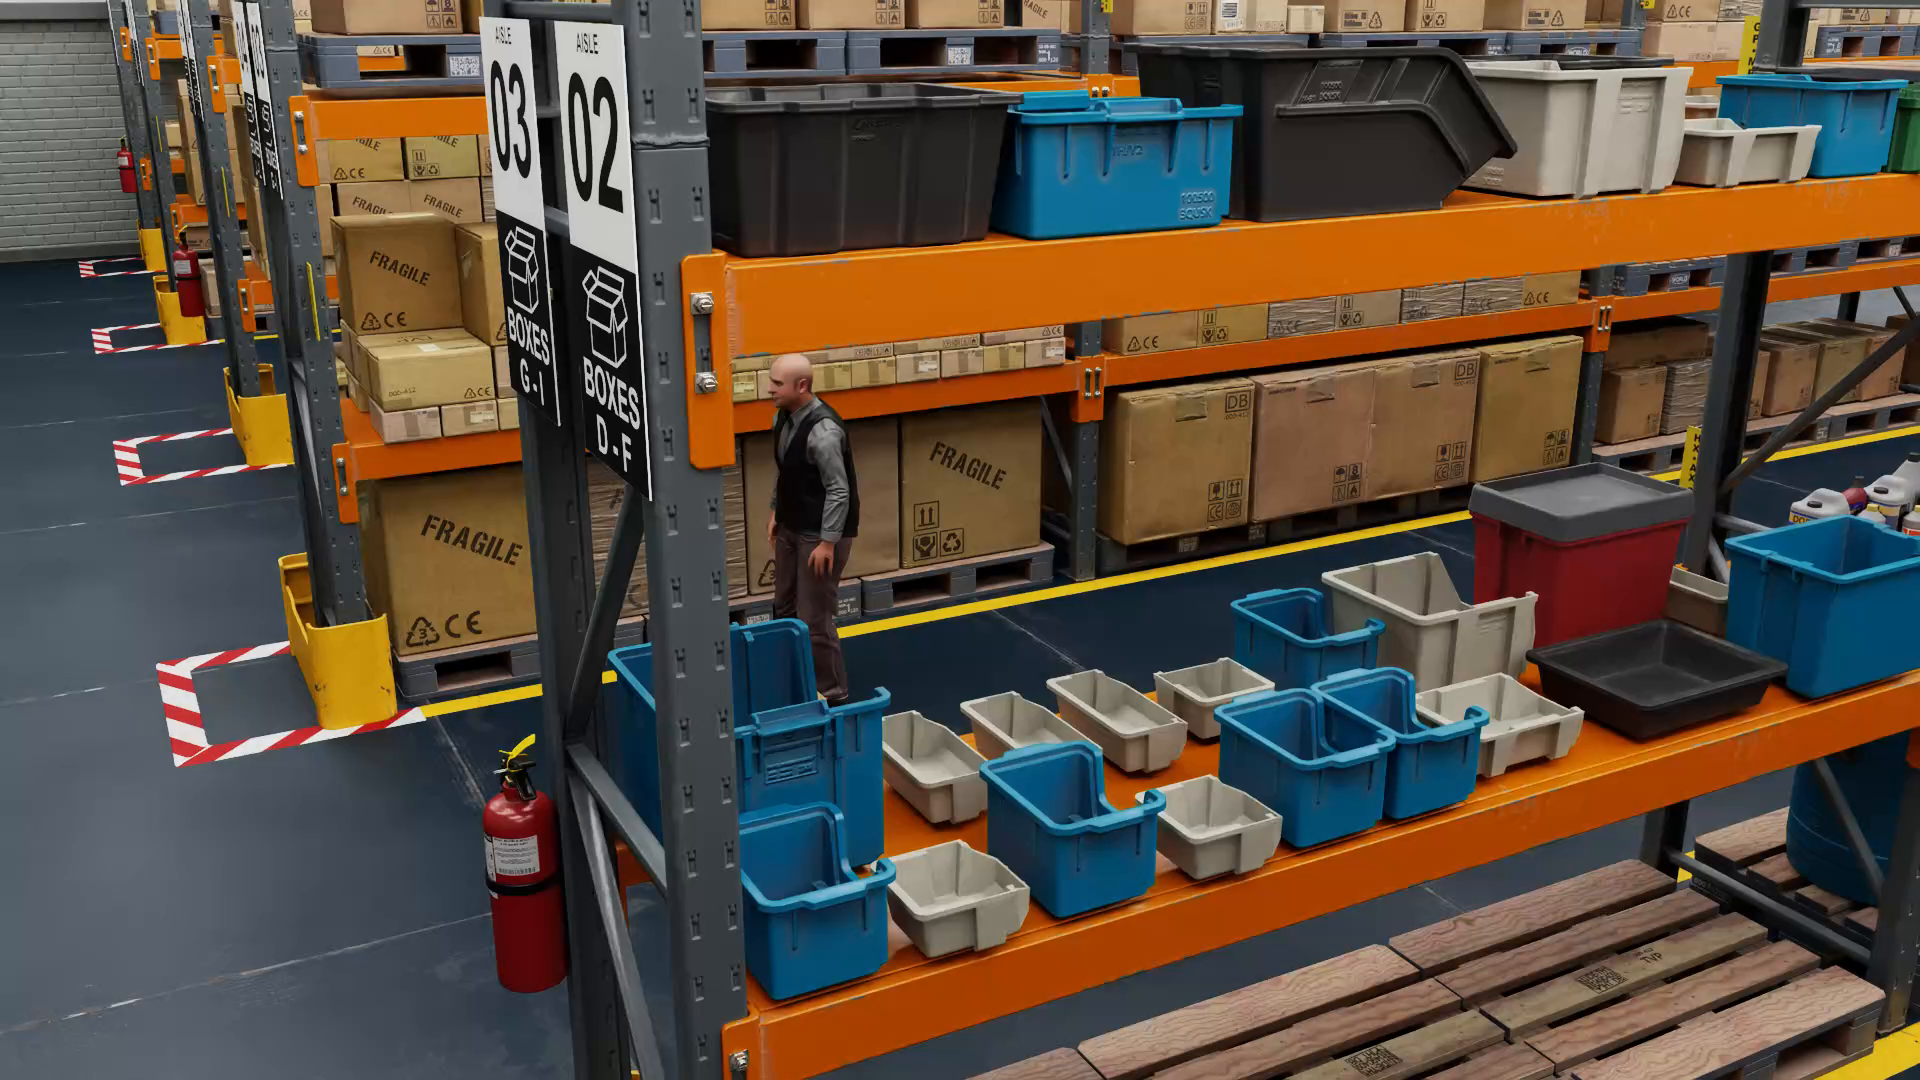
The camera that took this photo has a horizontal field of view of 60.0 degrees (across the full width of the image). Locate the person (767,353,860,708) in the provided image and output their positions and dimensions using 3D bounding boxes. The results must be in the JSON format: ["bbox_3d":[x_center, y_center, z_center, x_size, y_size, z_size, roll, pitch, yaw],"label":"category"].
[{"bbox_3d":[-0.682,-0.026,7.673,0.410,1.721,0.589,-10,21,-28],"label":"person"}]
